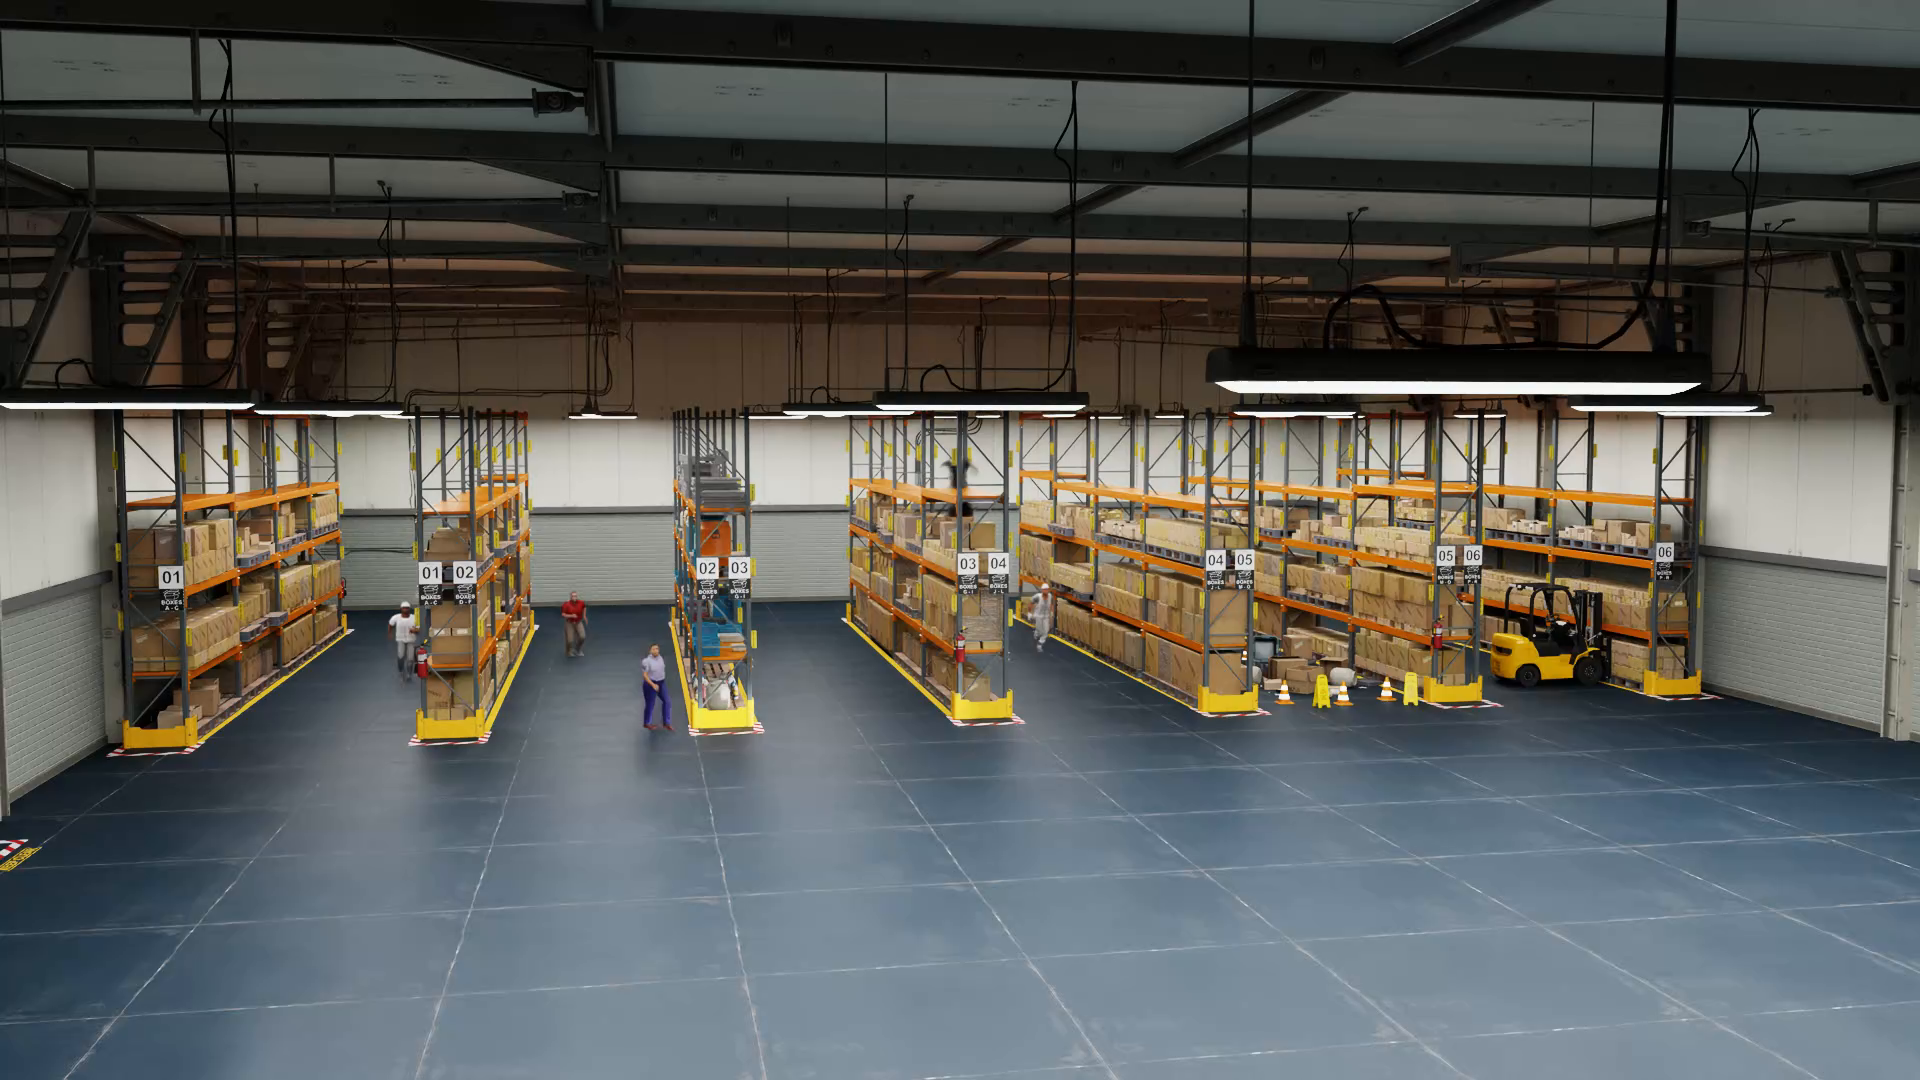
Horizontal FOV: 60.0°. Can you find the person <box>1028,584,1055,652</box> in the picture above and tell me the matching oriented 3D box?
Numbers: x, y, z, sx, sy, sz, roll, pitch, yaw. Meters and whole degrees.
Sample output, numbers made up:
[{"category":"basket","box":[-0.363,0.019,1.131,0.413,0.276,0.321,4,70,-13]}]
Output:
[{"category":"person","box":[2.028,1.928,41.395,0.657,1.715,0.702,-2,4,-25]}]

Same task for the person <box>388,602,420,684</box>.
[{"category":"person","box":[-12.185,2.248,36.515,0.695,1.789,0.721,-1,4,-18]}]

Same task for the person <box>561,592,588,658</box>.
[{"category":"person","box":[-9.326,2.048,40.235,0.680,1.633,0.919,-2,5,-28]}]

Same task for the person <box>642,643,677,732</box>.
[{"category":"person","box":[-5.640,2.728,30.711,0.616,1.685,0.596,4,5,41]}]
